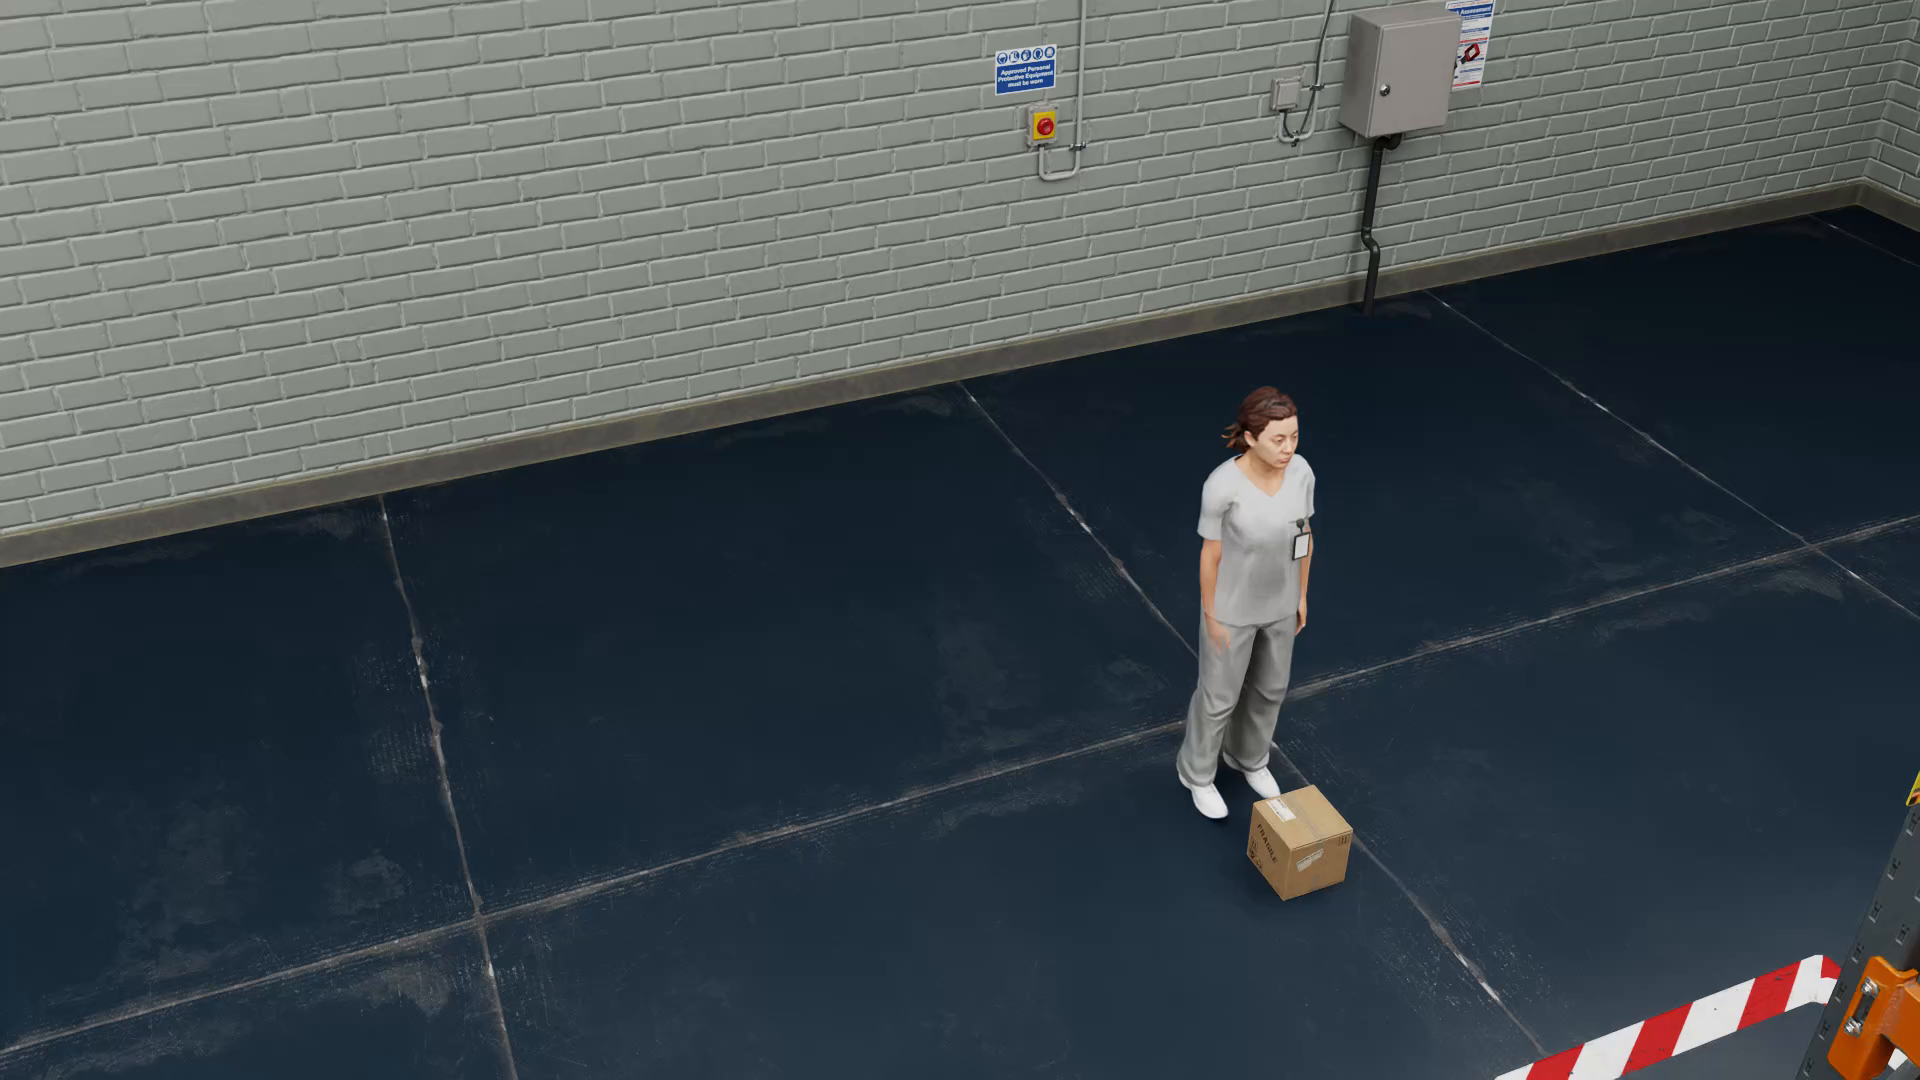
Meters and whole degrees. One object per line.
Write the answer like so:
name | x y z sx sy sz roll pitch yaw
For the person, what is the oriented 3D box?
person | 1.012 0.233 5.817 0.438 1.689 0.364 -12 35 -18
